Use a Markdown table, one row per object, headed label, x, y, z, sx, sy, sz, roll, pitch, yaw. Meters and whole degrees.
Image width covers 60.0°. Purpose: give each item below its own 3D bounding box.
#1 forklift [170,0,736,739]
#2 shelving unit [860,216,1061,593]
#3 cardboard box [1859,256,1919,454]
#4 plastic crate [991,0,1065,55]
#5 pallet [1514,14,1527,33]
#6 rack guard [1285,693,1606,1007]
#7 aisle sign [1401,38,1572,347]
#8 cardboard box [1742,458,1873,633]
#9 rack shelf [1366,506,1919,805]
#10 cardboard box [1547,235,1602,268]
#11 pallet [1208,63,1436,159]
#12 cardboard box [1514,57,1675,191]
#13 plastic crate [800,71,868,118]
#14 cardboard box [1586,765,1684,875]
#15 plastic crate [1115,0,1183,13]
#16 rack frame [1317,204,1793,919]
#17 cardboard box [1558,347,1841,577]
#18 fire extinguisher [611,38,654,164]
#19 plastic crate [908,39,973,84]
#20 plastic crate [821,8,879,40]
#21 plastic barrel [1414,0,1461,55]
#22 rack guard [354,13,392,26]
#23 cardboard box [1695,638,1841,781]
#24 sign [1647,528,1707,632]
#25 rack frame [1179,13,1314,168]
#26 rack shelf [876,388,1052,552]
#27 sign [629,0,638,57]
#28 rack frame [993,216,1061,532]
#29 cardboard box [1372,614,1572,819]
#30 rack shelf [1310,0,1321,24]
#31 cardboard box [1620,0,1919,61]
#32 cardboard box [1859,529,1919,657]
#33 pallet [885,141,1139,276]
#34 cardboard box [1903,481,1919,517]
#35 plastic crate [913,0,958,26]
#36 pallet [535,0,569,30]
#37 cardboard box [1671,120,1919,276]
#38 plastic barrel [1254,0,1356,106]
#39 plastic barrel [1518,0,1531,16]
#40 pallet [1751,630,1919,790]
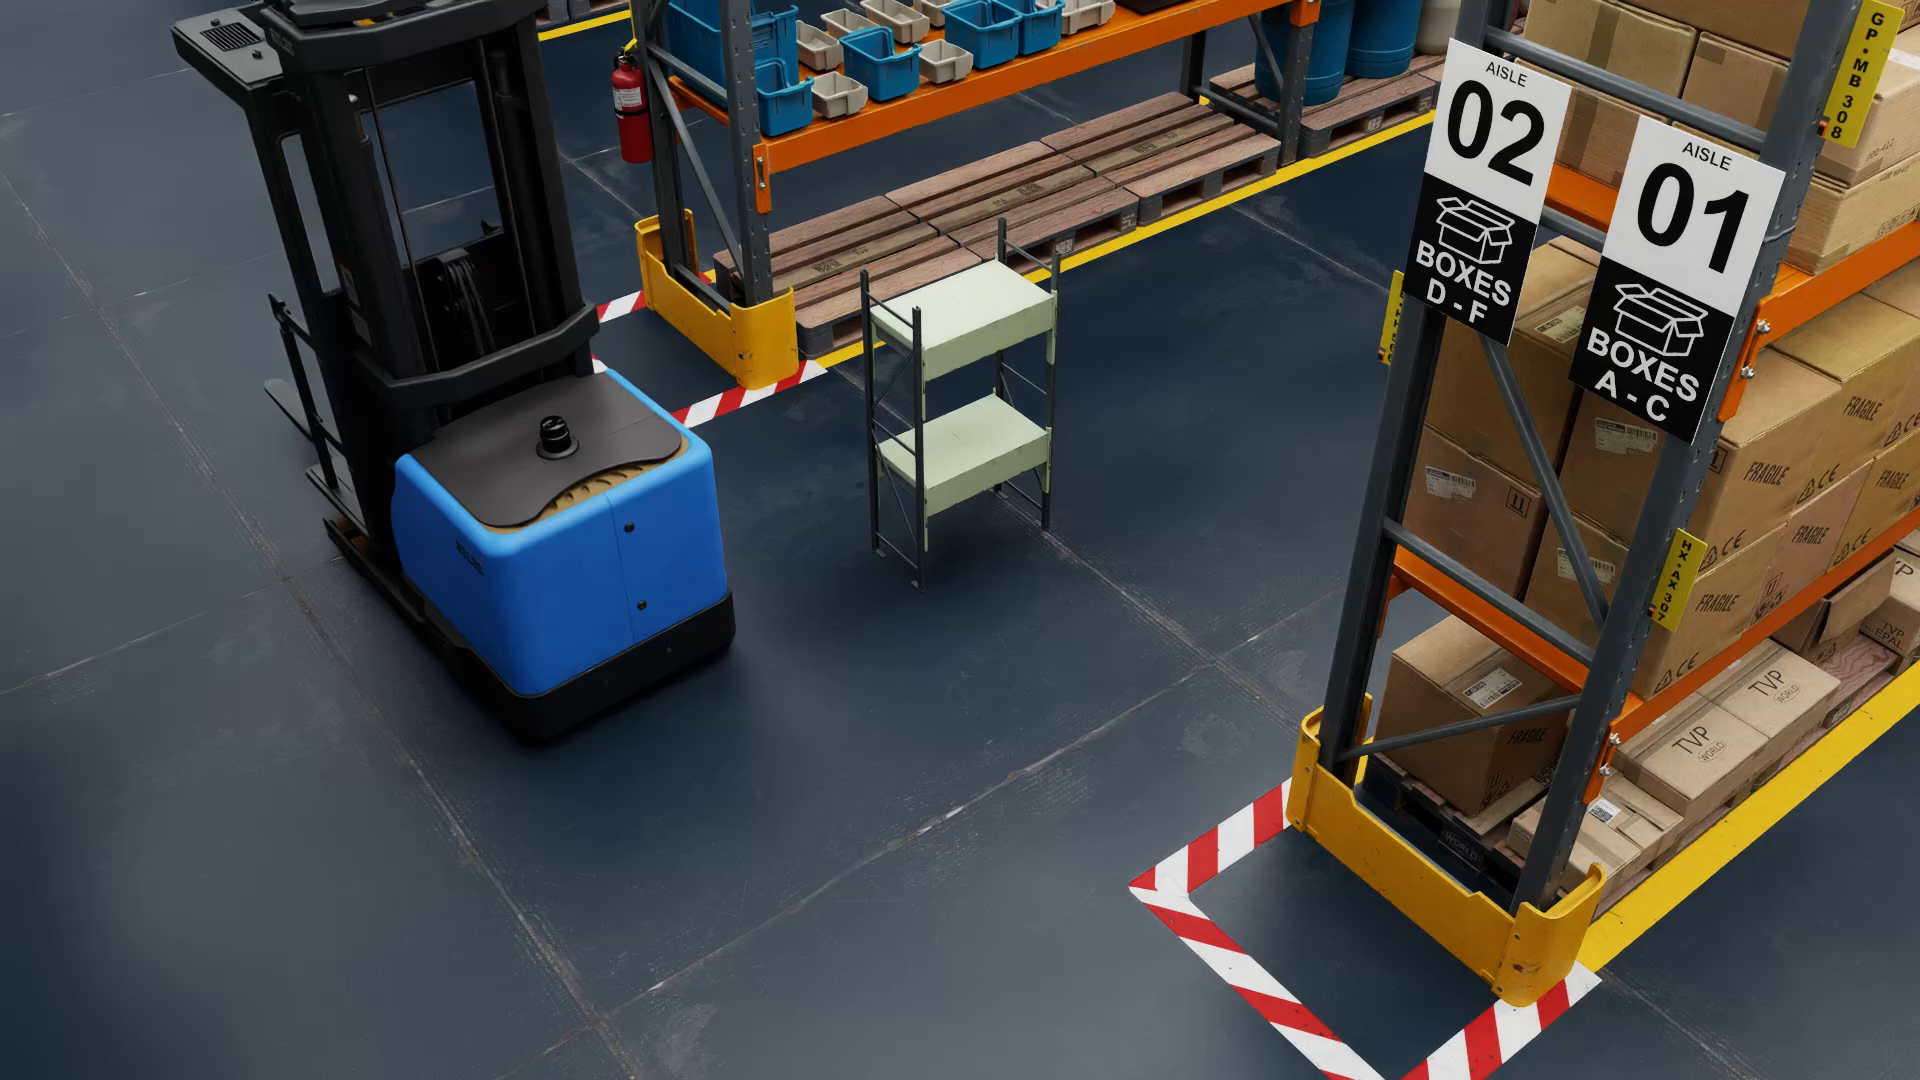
| label | x | y | z | sx | sy | sz | roll | pitch | yaw |
| --- | --- | --- | --- | --- | --- | --- | --- | --- | --- |
| forklift | -2.325 | -1.180 | 7.012 | 1.130 | 2.935 | 3.031 | -29 | 47 | -30 |
| shelving unit | 0.005 | -0.582 | 7.411 | 0.755 | 1.500 | 0.431 | -26 | 46 | -28 |
| cardboard box | 3.011 | -0.684 | 5.485 | 0.500 | 0.500 | 0.500 | -25 | 46 | -28 |
| plastic crate | 0.352 | -2.829 | 9.051 | 0.300 | 0.233 | 0.416 | -26 | 46 | -28 |
| pallet | 4.417 | -4.004 | 12.598 | 1.213 | 0.211 | 1.003 | -26 | 46 | -28 |
| rack guard | 1.750 | 1.114 | 6.132 | 0.348 | 0.500 | 1.175 | -26 | 46 | -28 |
| aisle sign | 1.448 | -0.956 | 4.634 | 0.004 | 0.787 | 0.394 | -26 | 46 | -28 |
| cardboard box | 2.608 | -0.103 | 5.565 | 0.500 | 0.500 | 0.500 | -26 | 46 | -28 |
| rack shelf | 3.275 | -0.318 | 6.473 | 4.000 | 0.370 | 1.077 | -26 | 46 | -28 |
| cardboard box | 2.275 | -0.754 | 5.571 | 0.500 | 0.500 | 0.500 | -25 | 45 | -27 |
| pallet | 2.483 | -3.061 | 11.448 | 1.213 | 0.211 | 1.003 | -26 | 46 | -28 |
| cardboard box | 1.936 | -1.256 | 4.803 | 0.500 | 0.250 | 0.500 | -26 | 46 | -28 |
| plastic crate | -0.625 | -2.249 | 8.421 | 0.298 | 0.136 | 0.250 | -26 | 46 | -28 |
| cardboard box | 2.429 | 1.016 | 6.166 | 0.250 | 0.166 | 0.380 | -26 | 46 | -28 |
| plastic crate | 1.122 | -3.211 | 9.602 | 0.590 | 0.125 | 0.437 | -26 | 46 | -28 |
| rack frame | 1.689 | 0.177 | 5.303 | 0.127 | 3.000 | 1.000 | -26 | 46 | -28 |
| cardboard box | 2.202 | -0.287 | 5.002 | 0.500 | 0.500 | 0.500 | -25 | 45 | -27 |
| fire extinguisher | -1.723 | -2.312 | 8.692 | 0.183 | 0.674 | 0.296 | -26 | 46 | -28 |
| plastic crate | -0.087 | -2.511 | 8.740 | 0.298 | 0.136 | 0.250 | -26 | 46 | -28 |
| plastic crate | -0.551 | -2.748 | 9.029 | 0.243 | 0.136 | 0.396 | -26 | 46 | -28 |
| plastic barrel | 3.351 | -3.711 | 11.672 | 0.421 | 0.512 | 0.421 | 0 | 39 | 0 |
| rack guard | -4.363 | -3.831 | 12.159 | 0.348 | 0.500 | 1.175 | -26 | 46 | -28 |
| cardboard box | 3.086 | 0.616 | 6.589 | 0.500 | 0.250 | 0.500 | -26 | 46 | -28 |
| sign | 2.020 | 0.115 | 4.696 | 0.005 | 0.325 | 0.100 | -26 | 46 | -28 |
| rack frame | 1.845 | -3.862 | 10.226 | 0.127 | 3.000 | 1.000 | -26 | 46 | -28 |
| rack shelf | 0.005 | -0.330 | 7.618 | 0.720 | 0.370 | 0.431 | -26 | 46 | -28 |
| sign | -1.674 | -2.649 | 8.619 | 0.005 | 0.325 | 0.100 | -26 | 46 | -28 |
| rack frame | 0.295 | -0.724 | 7.583 | 0.023 | 1.500 | 0.400 | -26 | 46 | -28 |
| cardboard box | 1.970 | 0.639 | 6.363 | 0.500 | 0.500 | 0.500 | -26 | 46 | -28 |
| rack shelf | 3.431 | -4.356 | 11.396 | 4.000 | 0.370 | 1.077 | -26 | 46 | -28 |
| cardboard box | 2.087 | -1.615 | 4.255 | 0.500 | 0.500 | 0.700 | -26 | 46 | -28 |
| cardboard box | 3.987 | 0.153 | 7.105 | 0.500 | 0.311 | 0.500 | -26 | 46 | -28 |
| pallet | 0.318 | -2.006 | 10.162 | 1.213 | 0.211 | 1.003 | -26 | 46 | -28 |
| cardboard box | 3.405 | -0.488 | 6.034 | 0.500 | 0.500 | 0.500 | -25 | 46 | -28 |
| plastic crate | -0.122 | -2.992 | 9.326 | 0.250 | 0.136 | 0.298 | -26 | 46 | -28 |
| pallet | -3.758 | -4.077 | 12.687 | 1.213 | 0.211 | 1.003 | -26 | 46 | -28 |
| cardboard box | 2.252 | -0.996 | 4.485 | 0.500 | 0.250 | 0.500 | -26 | 46 | -28 |
| plastic barrel | 2.287 | -3.414 | 11.004 | 0.708 | 0.901 | 0.600 | -26 | 46 | -28 |
| plastic barrel | 4.246 | -4.147 | 12.204 | 0.421 | 0.512 | 0.421 | 0 | 39 | 0 |
| pallet | 3.348 | 0.448 | 7.171 | 1.213 | 0.211 | 1.003 | -26 | 46 | -28 |
